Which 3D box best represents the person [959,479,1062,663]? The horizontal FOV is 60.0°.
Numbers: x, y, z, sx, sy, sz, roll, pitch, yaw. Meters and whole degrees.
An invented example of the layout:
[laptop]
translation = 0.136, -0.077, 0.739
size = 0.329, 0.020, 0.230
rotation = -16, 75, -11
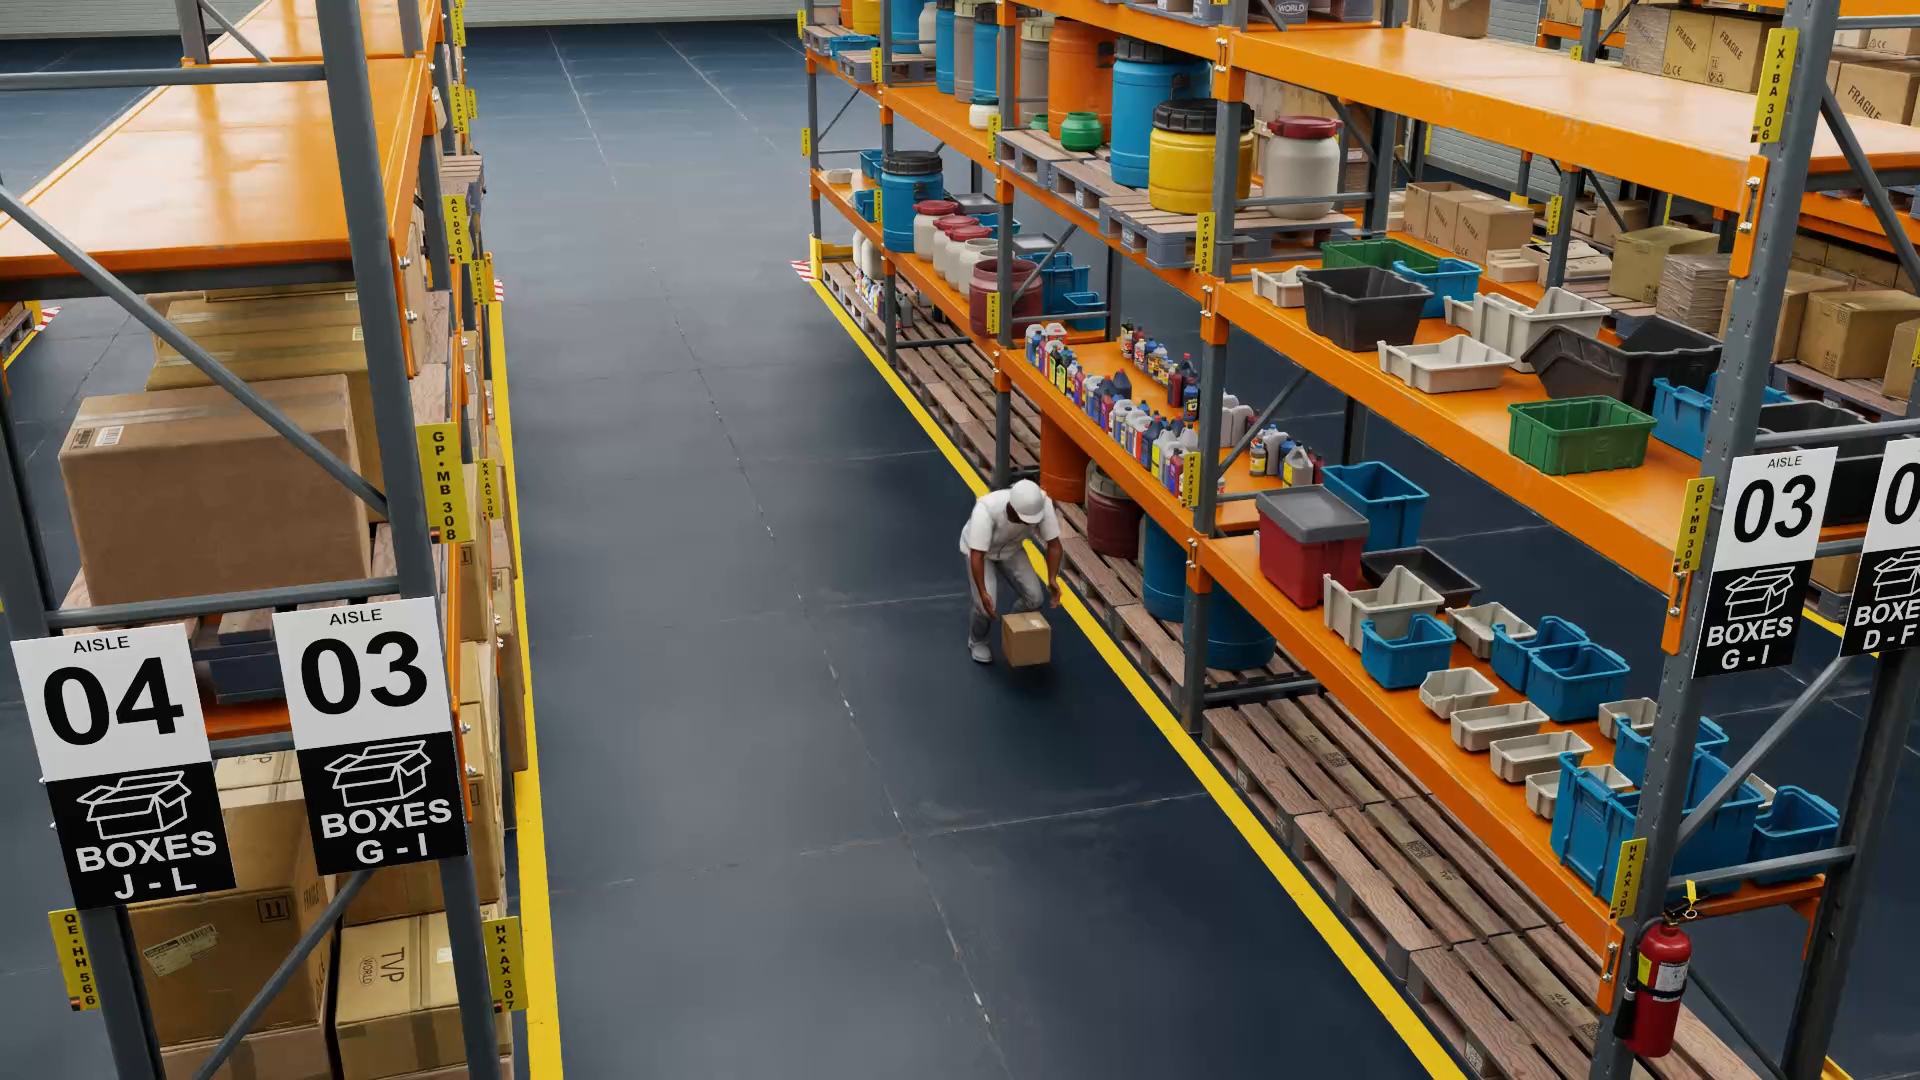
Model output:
[person]
translation = 0.324, 0.150, 10.818
size = 0.631, 1.346, 0.790
rotation = -7, 24, -17
